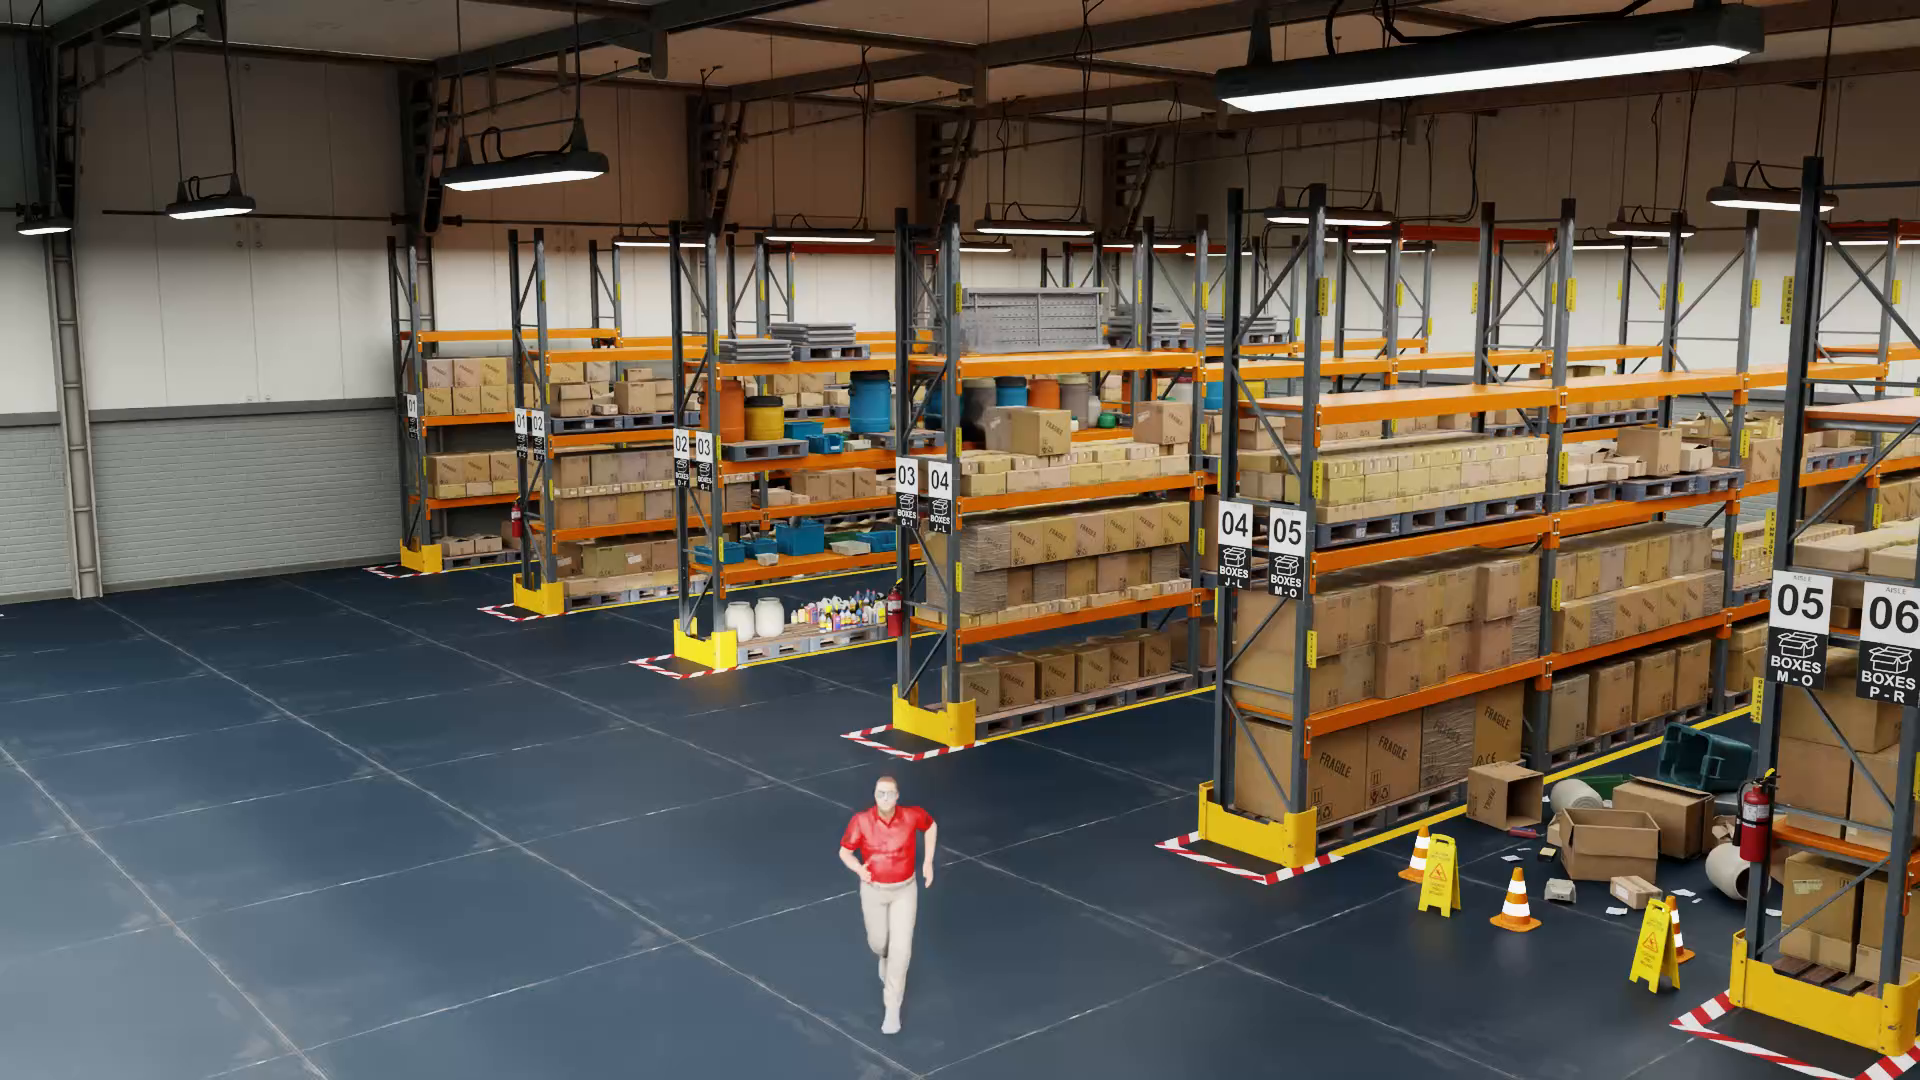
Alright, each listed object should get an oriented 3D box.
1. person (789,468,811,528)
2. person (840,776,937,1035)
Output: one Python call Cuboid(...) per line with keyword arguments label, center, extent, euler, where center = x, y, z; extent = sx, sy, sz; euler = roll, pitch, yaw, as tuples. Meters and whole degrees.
Cuboid(label="person", center=(-3.022, -0.513, 31.589), extent=(0.665, 1.736, 0.592), euler=(-8, 12, -42))
Cuboid(label="person", center=(-0.507, 2.535, 11.884), extent=(0.693, 1.785, 0.937), euler=(0, 9, -1))
